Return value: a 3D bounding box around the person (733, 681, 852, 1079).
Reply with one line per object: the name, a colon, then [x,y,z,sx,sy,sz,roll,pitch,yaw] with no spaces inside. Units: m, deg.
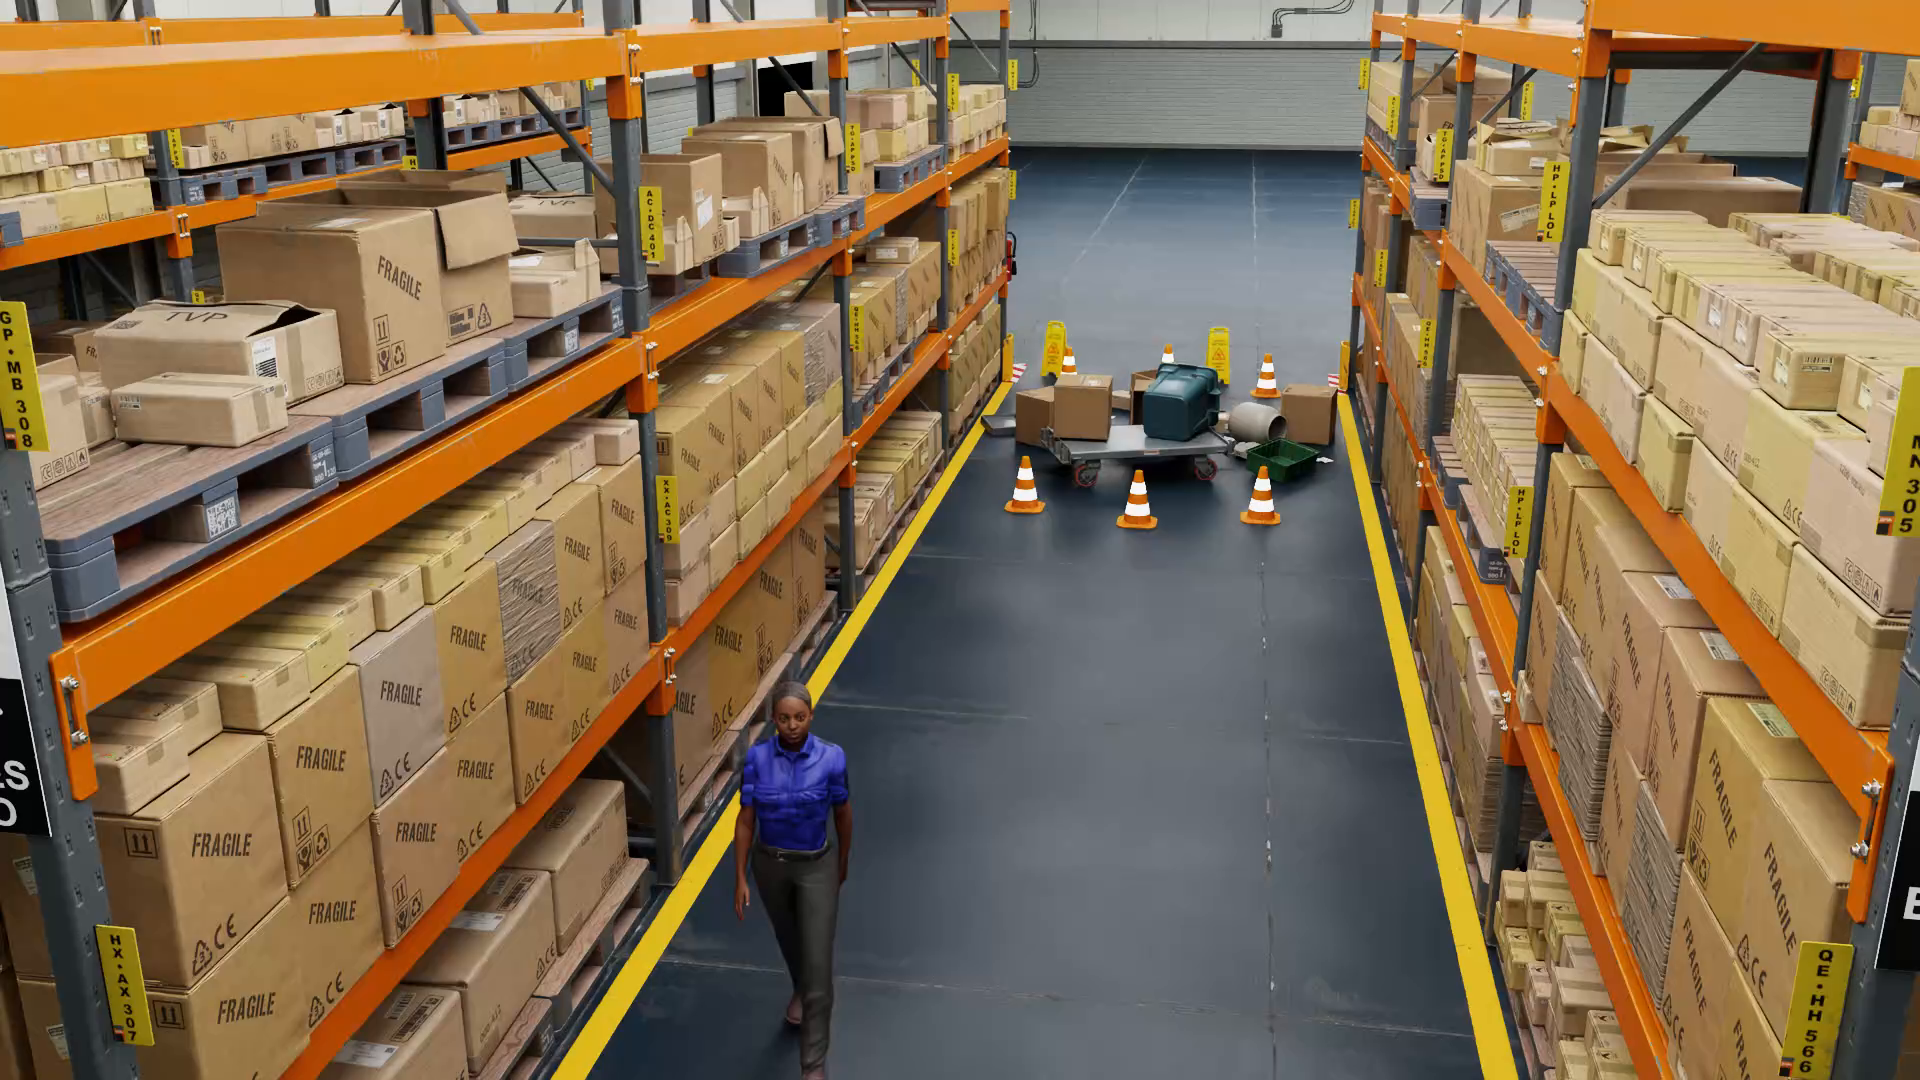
person: [-0.695,1.385,6.776,0.443,1.630,0.865,3,18,9]
